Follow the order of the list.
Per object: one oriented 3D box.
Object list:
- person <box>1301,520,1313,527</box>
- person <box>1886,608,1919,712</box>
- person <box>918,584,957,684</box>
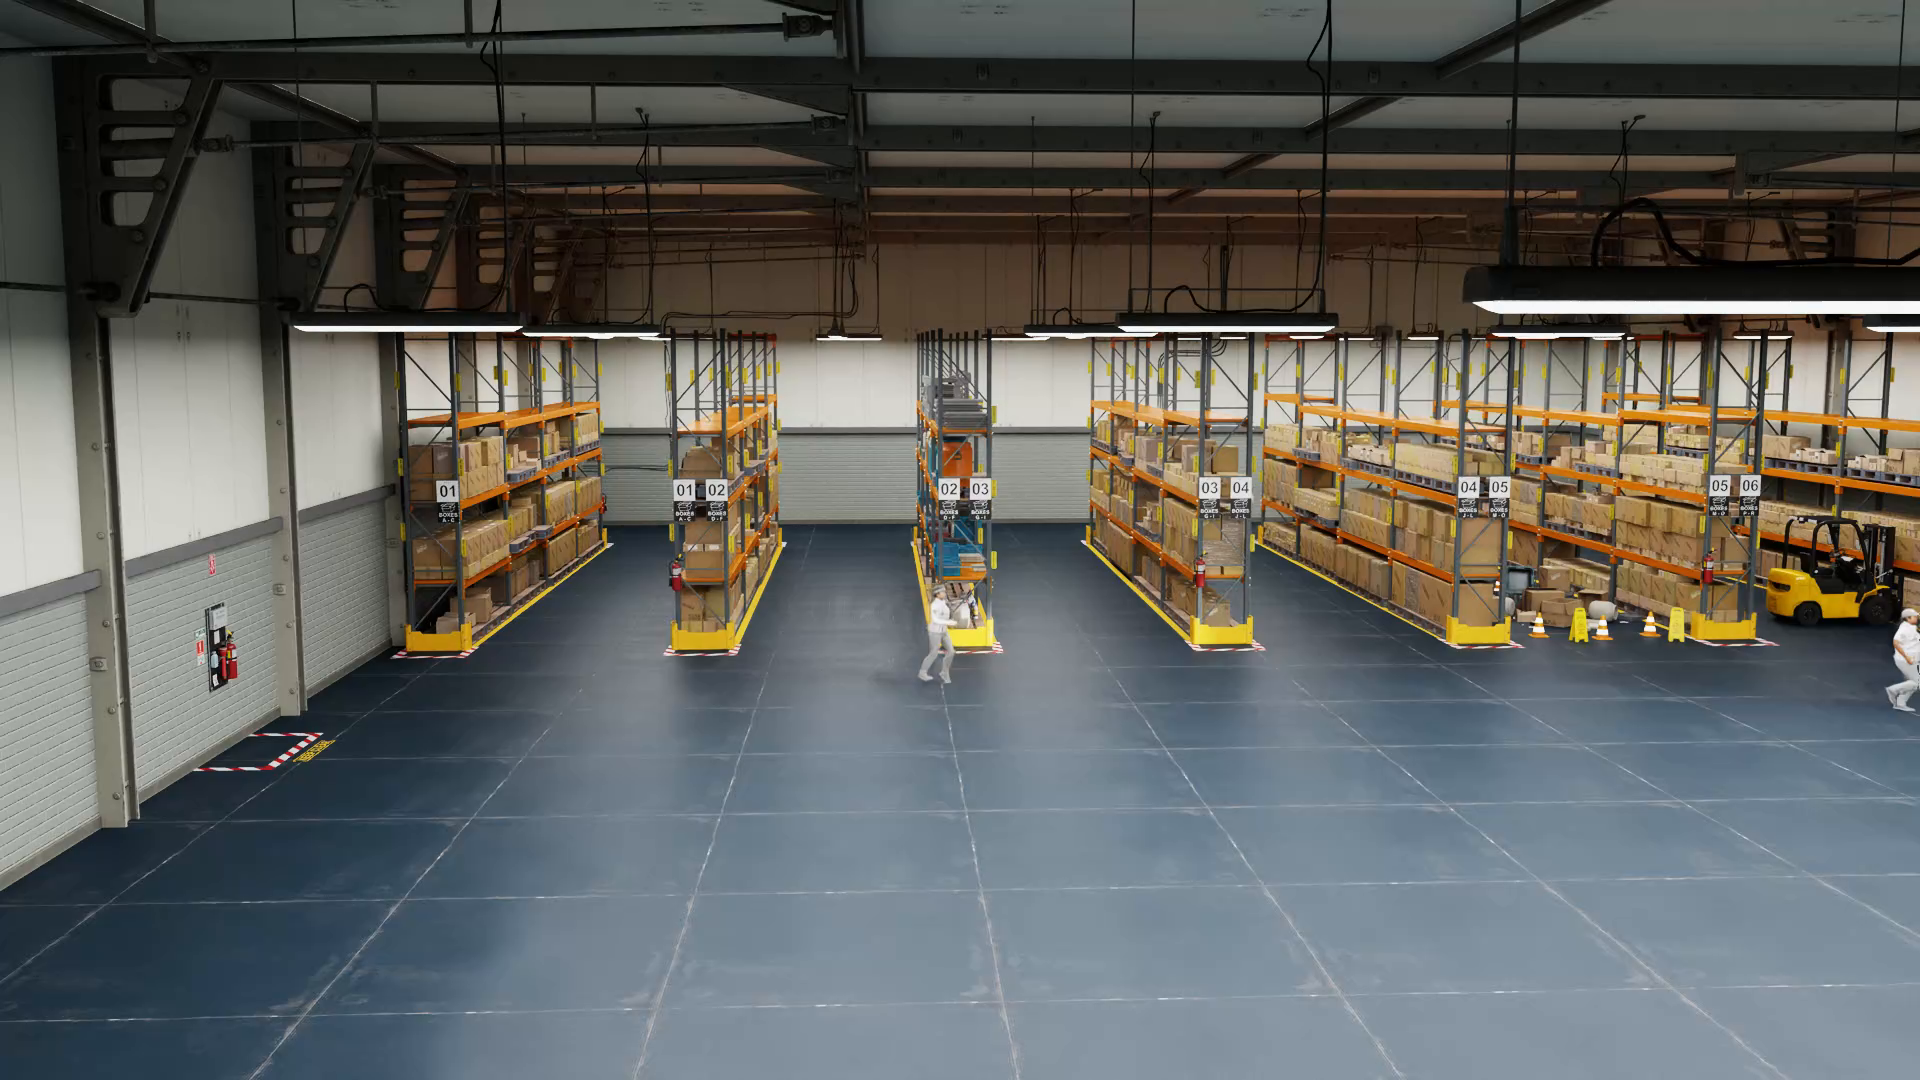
[{"bbox_3d":[10.035,-0.812,48.707,0.698,1.614,0.660,5,9,39],"label":"person"},{"bbox_3d":[14.797,1.874,25.936,0.547,1.624,0.607,5,8,34],"label":"person"},{"bbox_3d":[-0.352,1.605,28.059,0.722,1.760,0.632,3,7,24],"label":"person"}]
